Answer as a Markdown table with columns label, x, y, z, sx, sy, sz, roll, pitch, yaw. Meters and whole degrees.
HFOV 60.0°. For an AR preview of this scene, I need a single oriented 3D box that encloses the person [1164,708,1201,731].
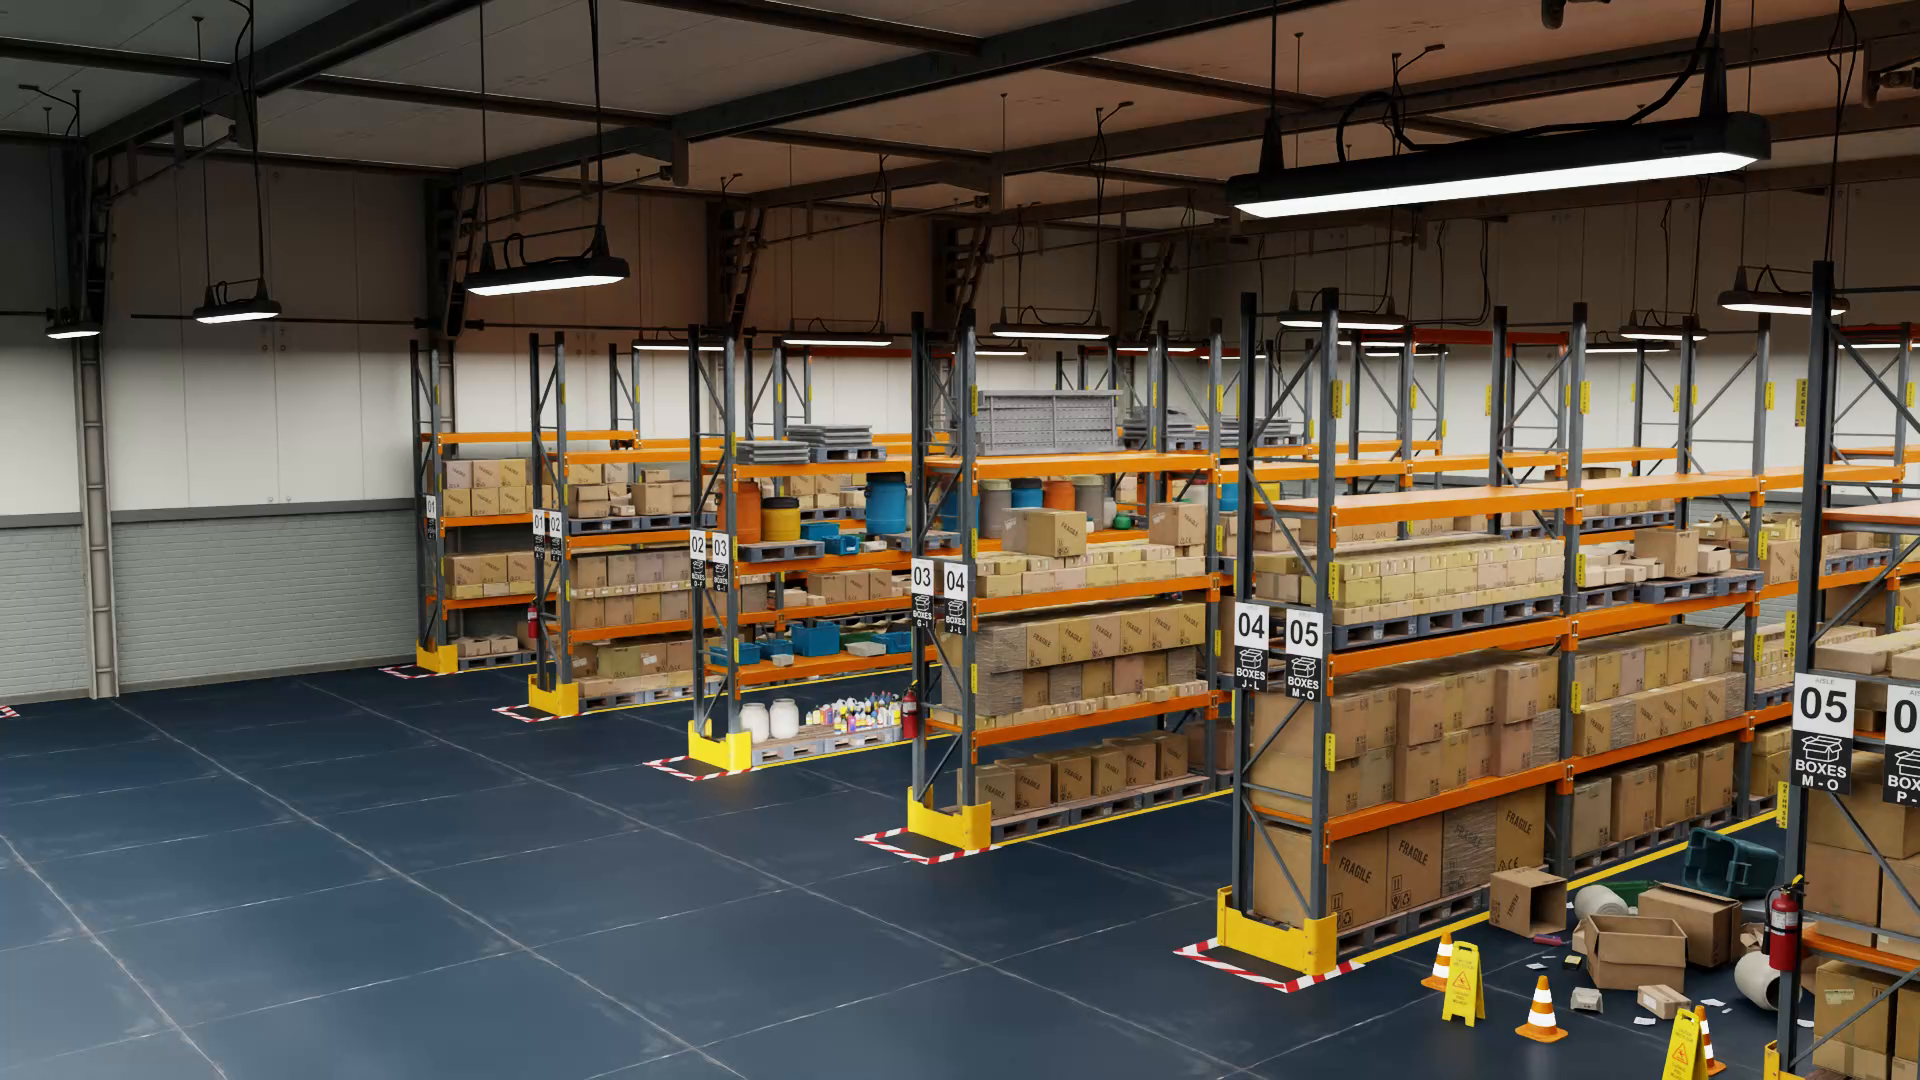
| label | x | y | z | sx | sy | sz | roll | pitch | yaw |
| --- | --- | --- | --- | --- | --- | --- | --- | --- | --- |
| person | 3.225 | 2.057 | 24.605 | 0.872 | 1.638 | 0.479 | -5 | 7 | -42 |
